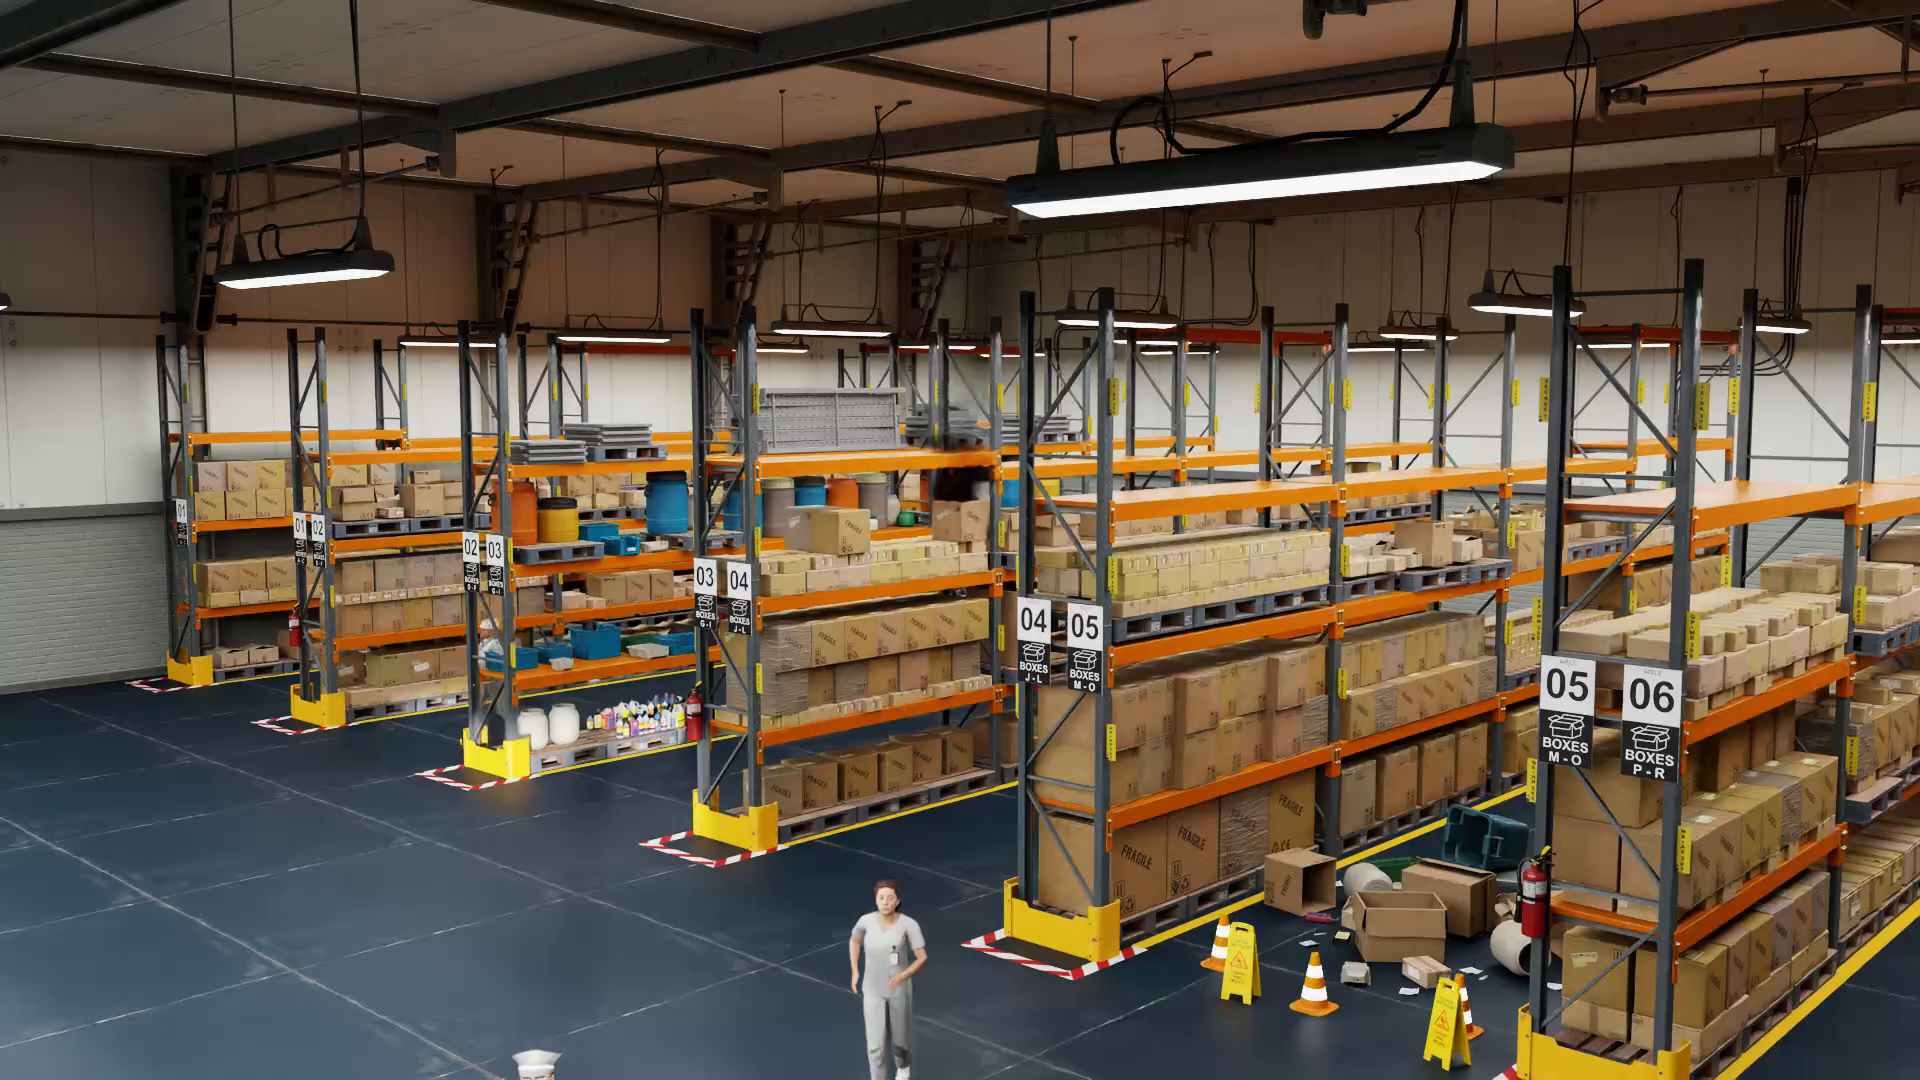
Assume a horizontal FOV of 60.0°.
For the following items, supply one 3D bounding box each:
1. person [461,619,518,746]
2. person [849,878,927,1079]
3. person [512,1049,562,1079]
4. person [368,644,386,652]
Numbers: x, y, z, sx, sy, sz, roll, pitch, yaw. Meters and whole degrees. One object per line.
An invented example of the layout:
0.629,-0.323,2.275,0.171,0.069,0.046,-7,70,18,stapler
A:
-6.745,2.019,23.883,0.656,1.787,0.916,4,7,39,person
-0.517,3.224,11.845,0.579,1.675,0.822,0,5,5,person
-2.166,3.499,8.499,0.637,1.844,0.714,-1,5,-9,person
-9.804,1.652,28.075,0.681,1.743,0.689,-5,7,-44,person
